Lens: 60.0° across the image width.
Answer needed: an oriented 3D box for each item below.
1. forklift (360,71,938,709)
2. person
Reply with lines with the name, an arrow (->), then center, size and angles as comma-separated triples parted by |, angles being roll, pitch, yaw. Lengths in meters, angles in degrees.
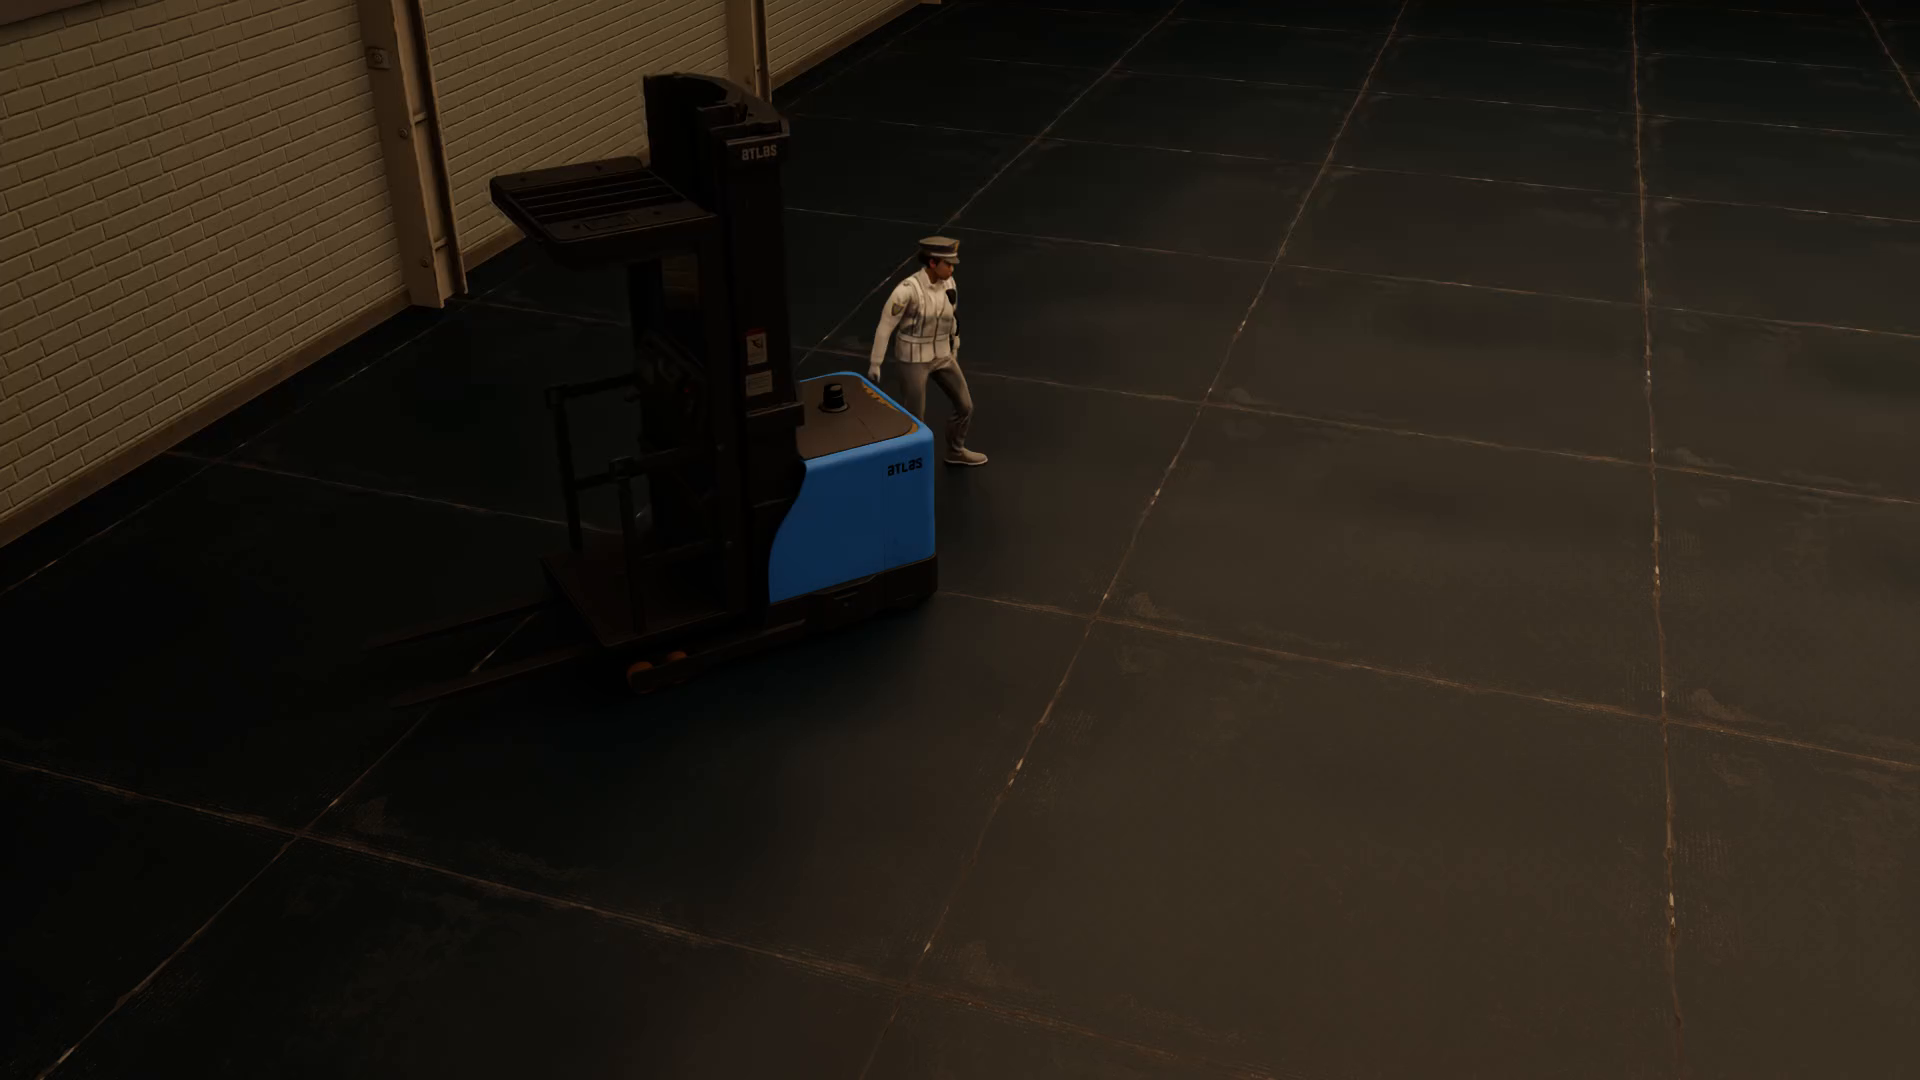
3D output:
forklift -> -1.661, -0.770, 8.487 | 3.031, 2.935, 1.130 | -16, 33, -26
person -> -0.204, -1.135, 10.474 | 0.806, 1.640, 0.413 | -20, 35, -31
